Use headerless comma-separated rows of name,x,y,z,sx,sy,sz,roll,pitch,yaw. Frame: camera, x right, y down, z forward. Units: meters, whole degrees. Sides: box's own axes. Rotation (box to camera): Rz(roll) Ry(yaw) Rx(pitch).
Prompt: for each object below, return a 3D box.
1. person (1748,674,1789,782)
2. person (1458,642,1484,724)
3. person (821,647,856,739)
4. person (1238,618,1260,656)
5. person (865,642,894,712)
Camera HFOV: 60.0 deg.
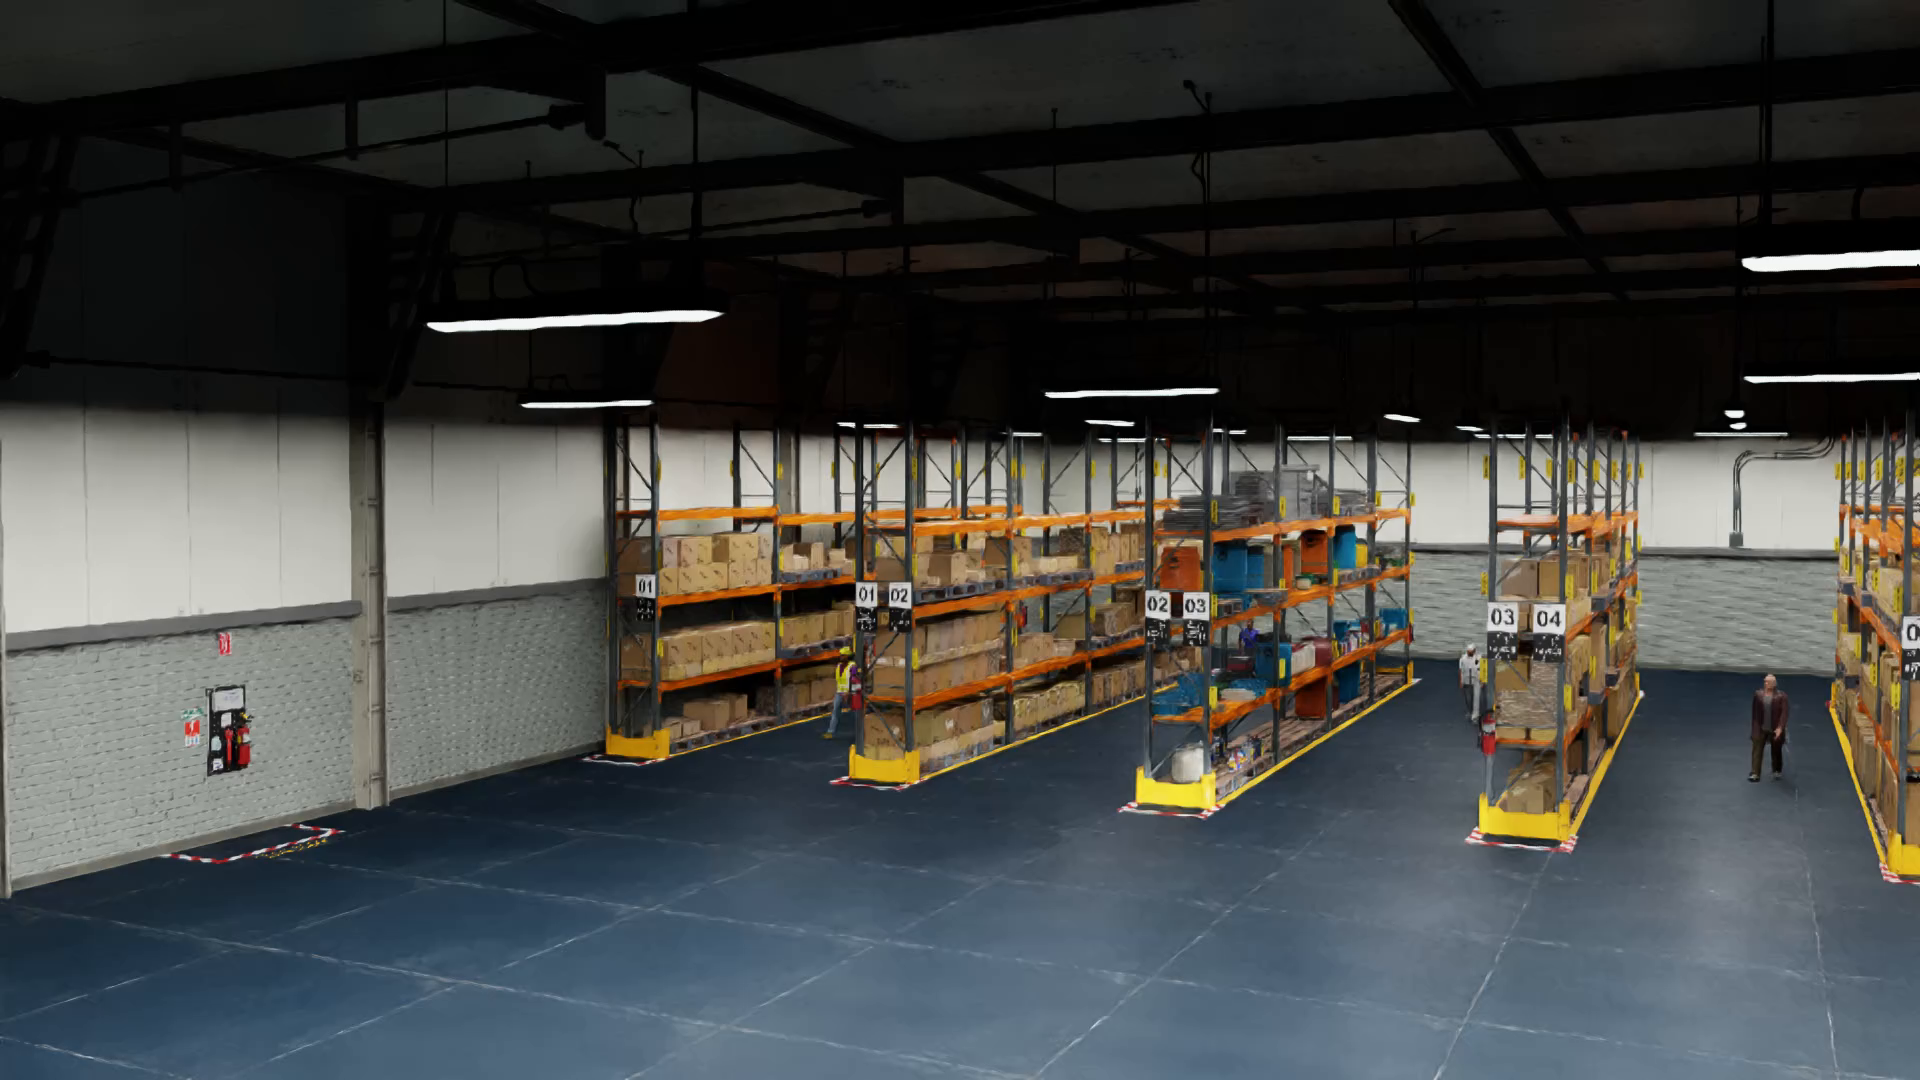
person,12.967,3.006,26.641,0.571,1.716,1.088,2,3,34
person,10.143,2.809,32.997,0.497,1.583,1.090,1,3,27
person,-2.121,2.837,30.955,0.570,1.708,1.041,2,3,34
person,6.719,2.591,38.456,0.592,1.604,0.513,1,3,23
person,-1.599,2.695,34.182,0.665,1.716,0.838,0,2,10
